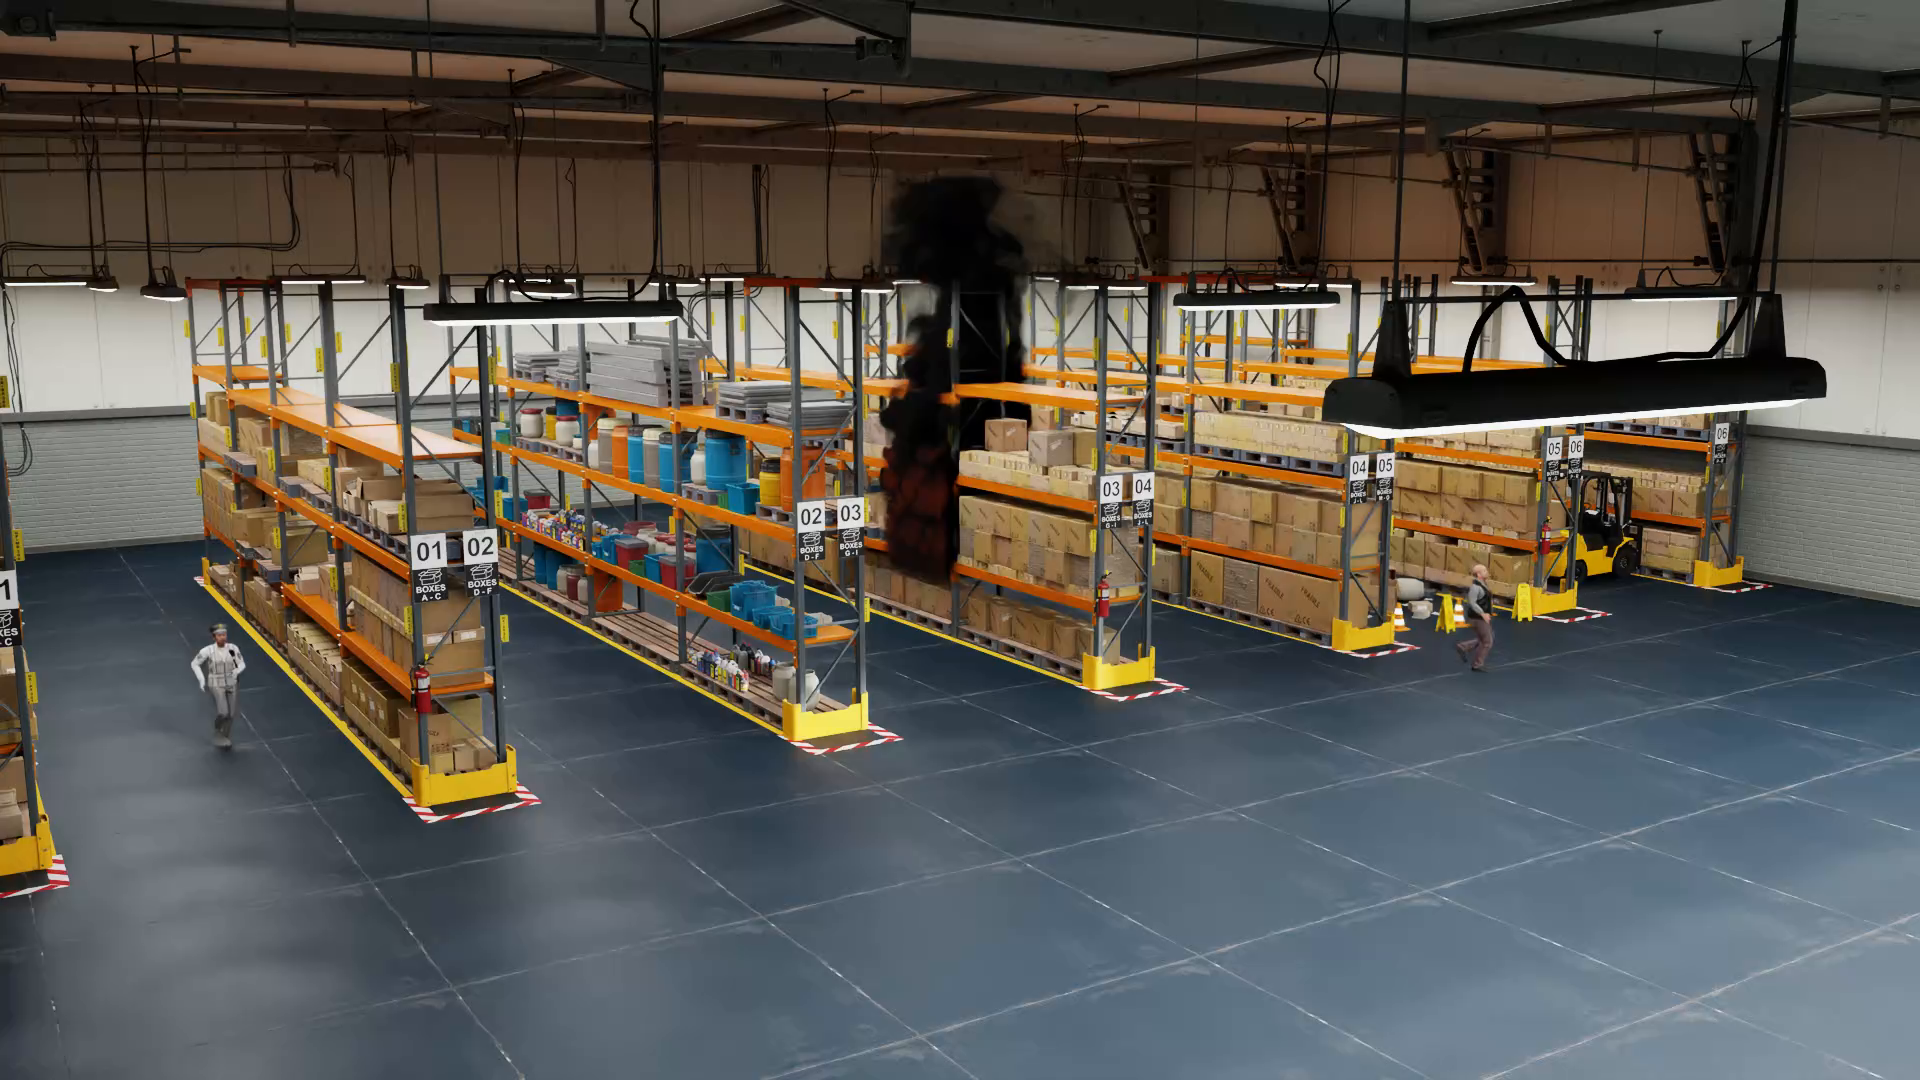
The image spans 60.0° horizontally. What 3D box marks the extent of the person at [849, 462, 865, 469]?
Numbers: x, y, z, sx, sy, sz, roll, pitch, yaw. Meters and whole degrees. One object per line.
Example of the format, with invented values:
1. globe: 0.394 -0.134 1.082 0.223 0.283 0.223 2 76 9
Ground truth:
1. person: -2.538 -1.424 41.663 0.789 1.662 0.620 -6 11 -31

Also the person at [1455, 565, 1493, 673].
1. person: 7.996 1.210 25.809 0.551 1.690 0.660 4 10 21

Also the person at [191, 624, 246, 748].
1. person: -9.590 1.899 21.631 0.593 1.660 0.573 -9 13 -43
